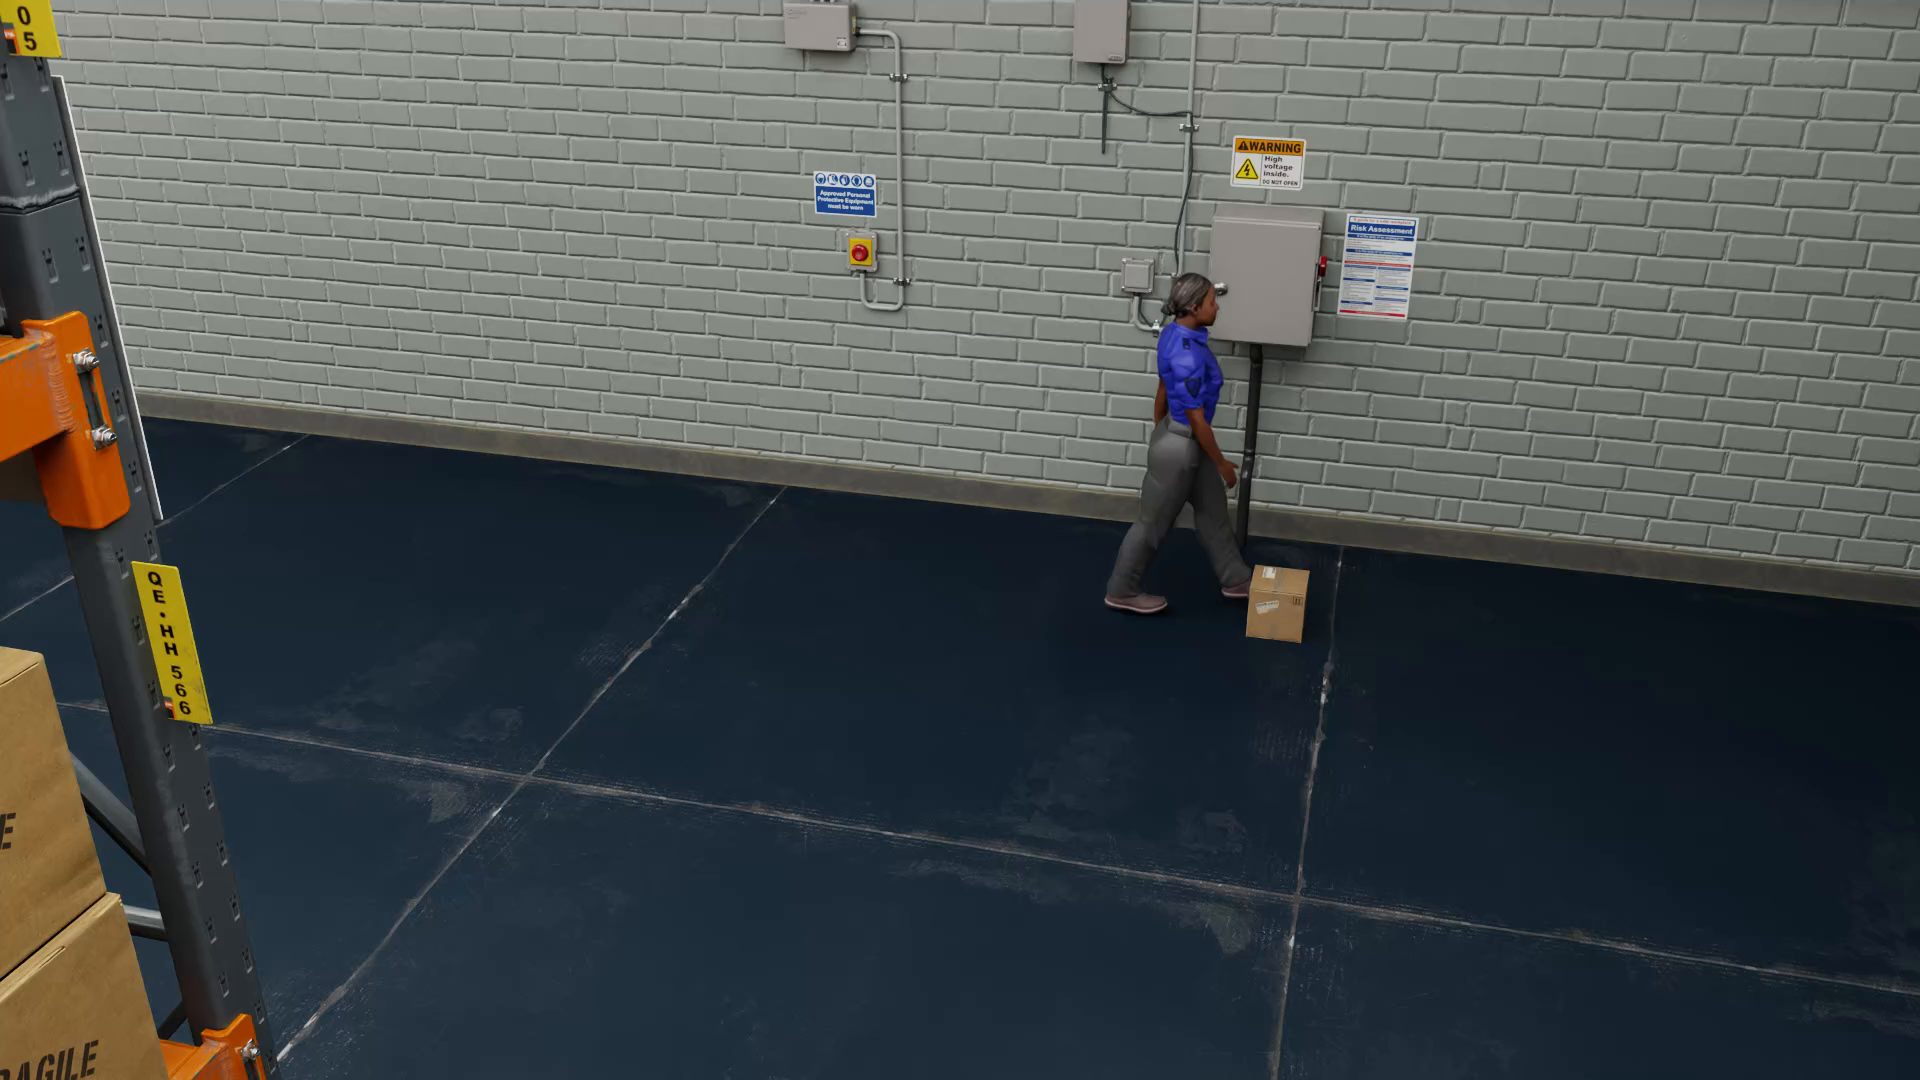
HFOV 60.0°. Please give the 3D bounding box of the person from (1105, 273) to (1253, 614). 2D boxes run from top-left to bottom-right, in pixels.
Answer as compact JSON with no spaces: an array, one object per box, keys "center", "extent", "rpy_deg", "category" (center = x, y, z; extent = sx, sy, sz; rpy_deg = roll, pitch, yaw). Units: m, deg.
[{"center":[1.096,-0.399,7.423],"extent":[0.840,1.629,0.463],"rpy_deg":[3,26,6],"category":"person"}]
